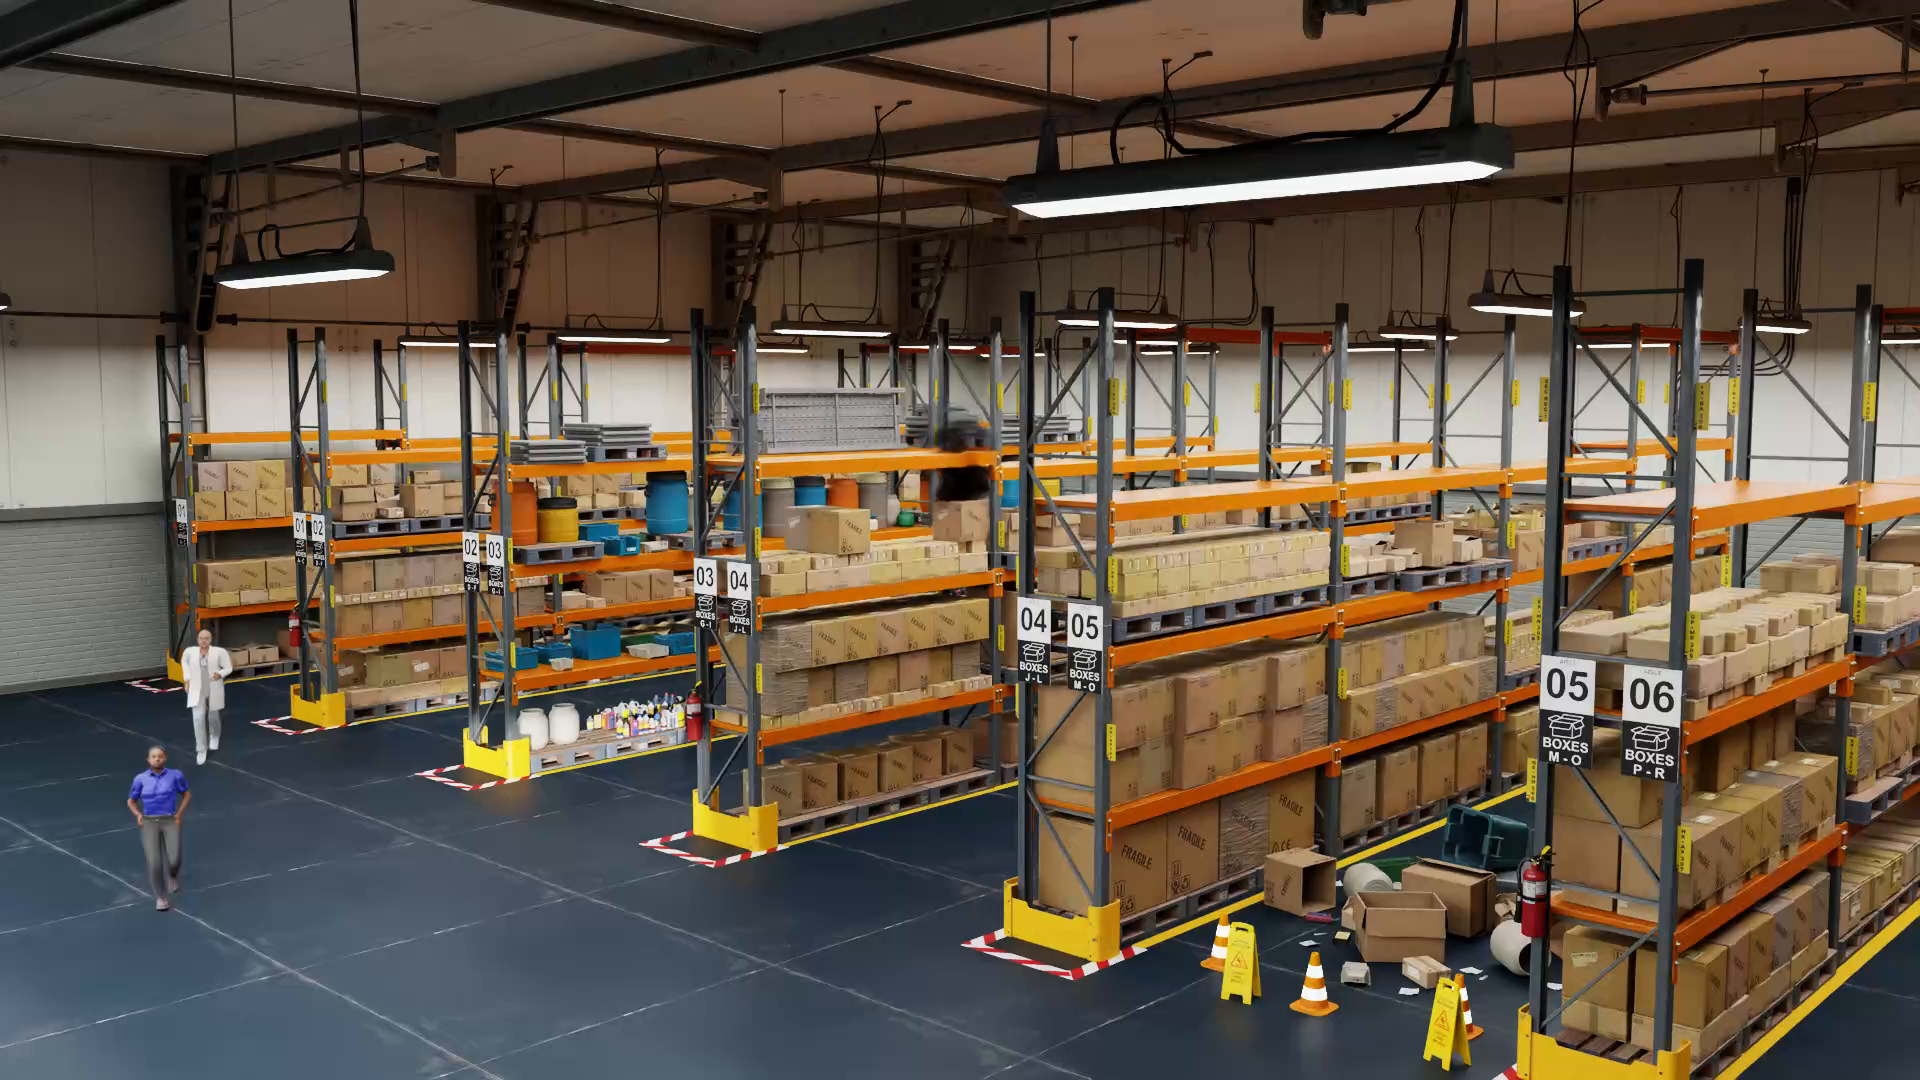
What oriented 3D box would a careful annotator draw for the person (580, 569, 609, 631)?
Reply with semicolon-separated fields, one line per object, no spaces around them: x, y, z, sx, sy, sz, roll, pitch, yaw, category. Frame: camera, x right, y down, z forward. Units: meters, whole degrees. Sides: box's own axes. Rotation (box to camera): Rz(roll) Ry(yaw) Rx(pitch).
-6.916;1.264;31.897;0.710;1.781;1.049;3;6;30;person

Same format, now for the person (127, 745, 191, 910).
-7.901;2.824;16.423;0.573;1.604;0.562;-3;6;-25;person

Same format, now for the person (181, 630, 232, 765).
-10.415;2.124;23.023;0.654;1.811;1.028;-2;6;-21;person
